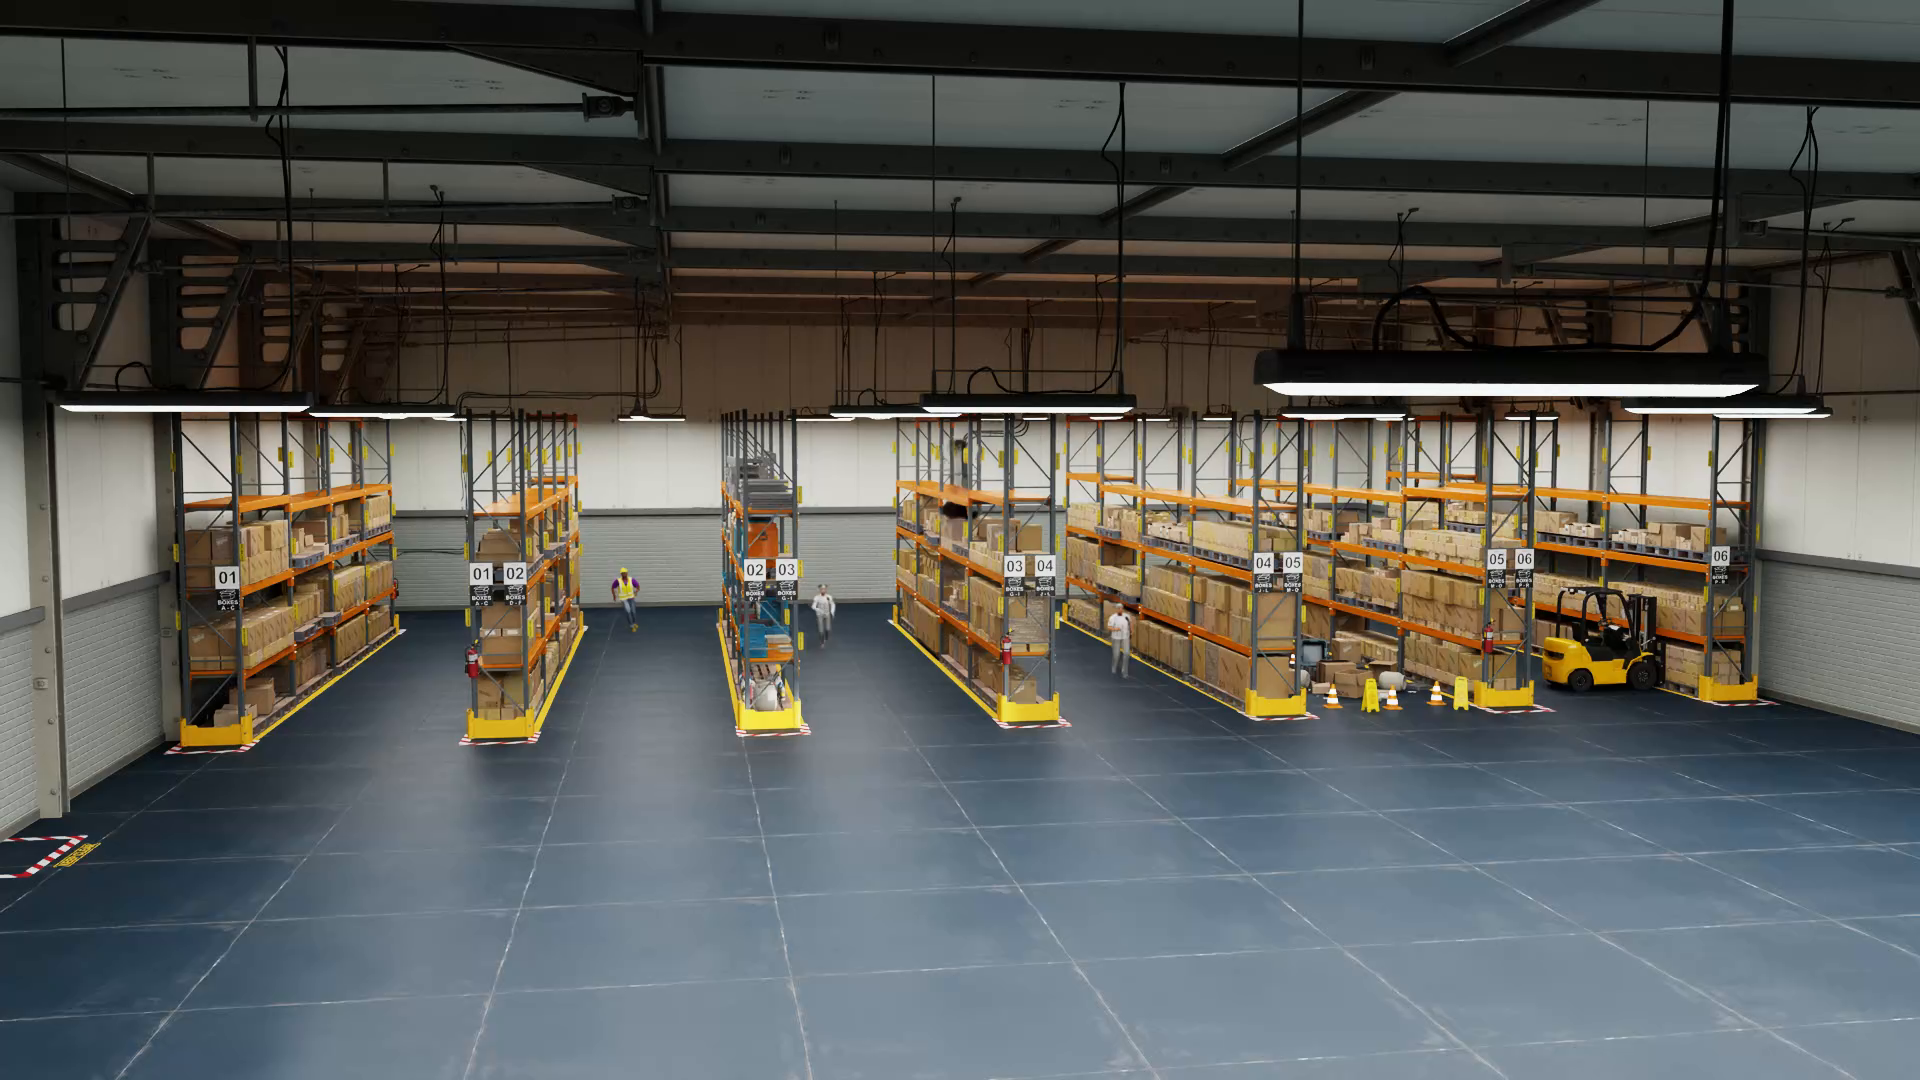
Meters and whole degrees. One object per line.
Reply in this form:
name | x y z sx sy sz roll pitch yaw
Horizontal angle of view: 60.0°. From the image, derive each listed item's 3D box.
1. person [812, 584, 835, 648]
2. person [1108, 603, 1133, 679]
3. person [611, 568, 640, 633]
person | -3.463 1.942 42.387 0.604 1.659 0.530 -1 4 -10
person | 3.648 2.283 37.743 0.608 1.705 0.802 0 4 -3
person | -9.164 1.652 45.787 0.758 1.762 0.921 -2 4 -23
